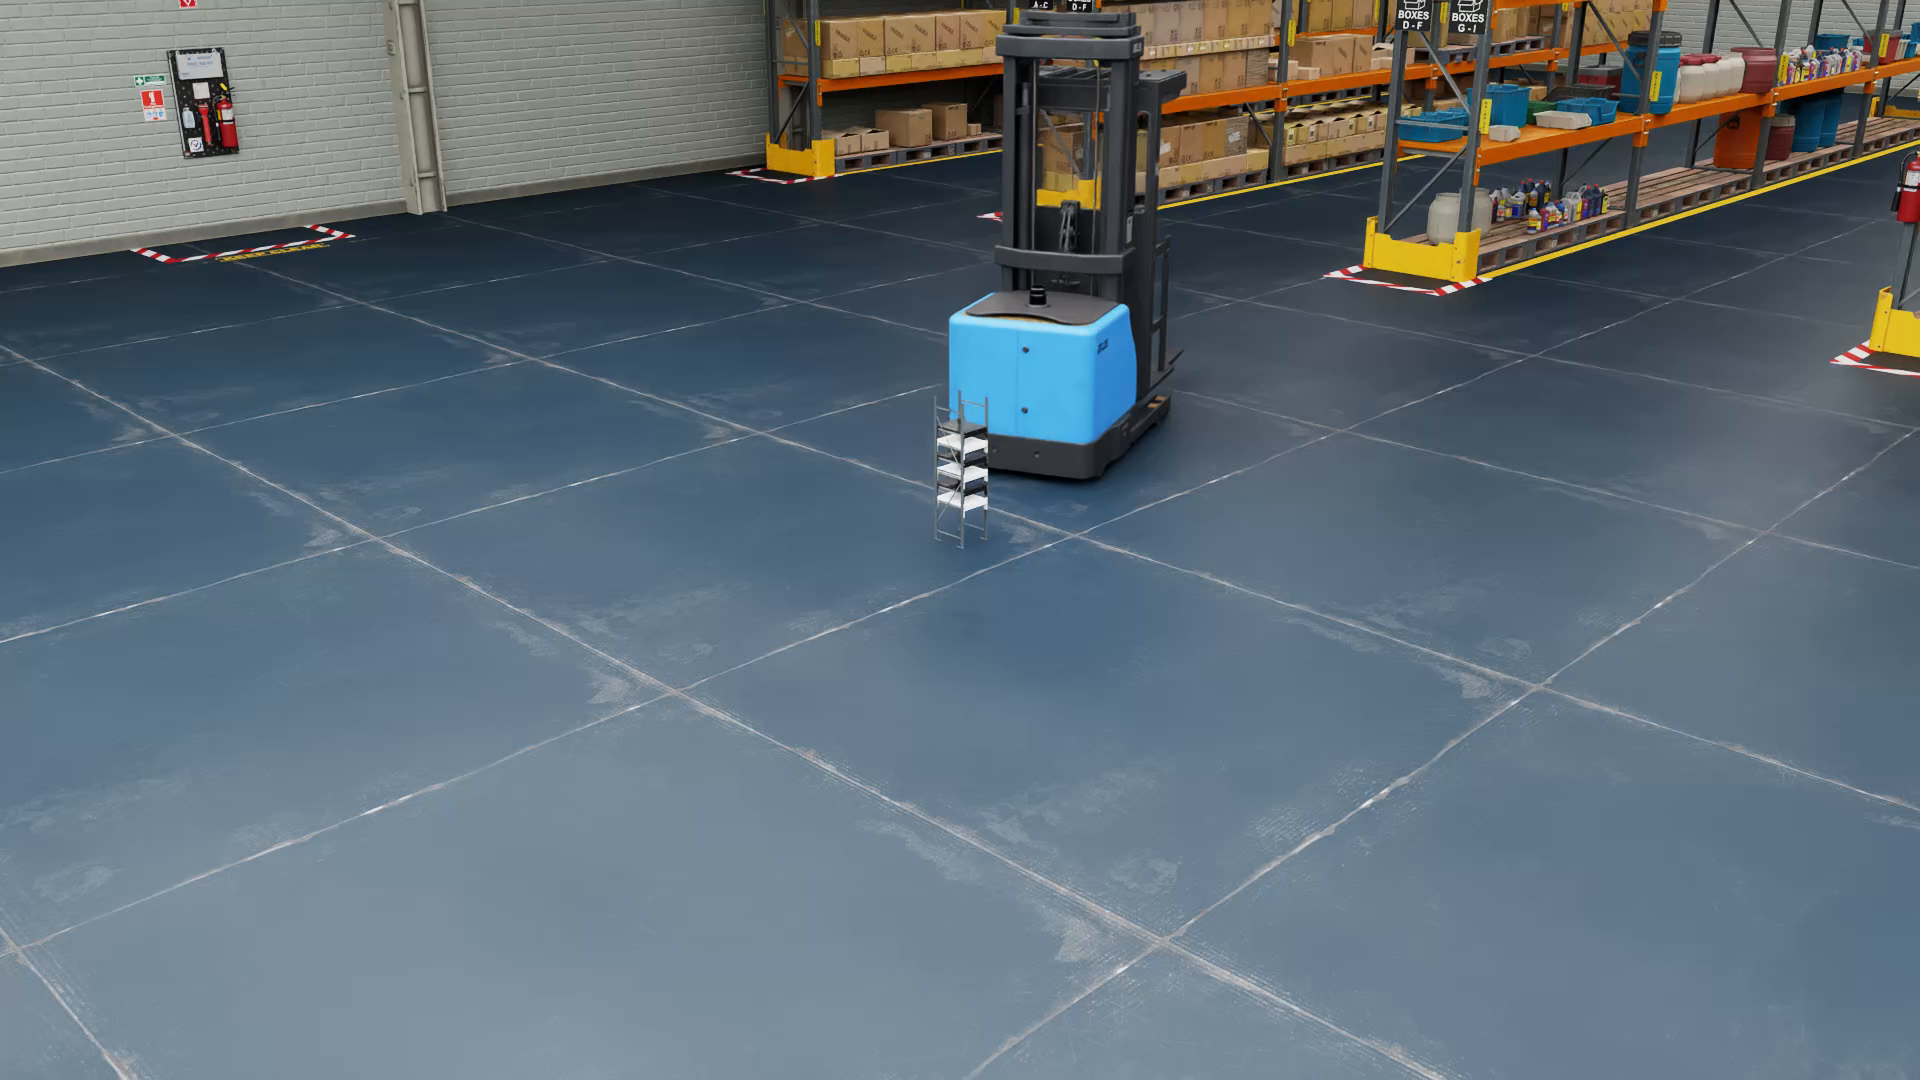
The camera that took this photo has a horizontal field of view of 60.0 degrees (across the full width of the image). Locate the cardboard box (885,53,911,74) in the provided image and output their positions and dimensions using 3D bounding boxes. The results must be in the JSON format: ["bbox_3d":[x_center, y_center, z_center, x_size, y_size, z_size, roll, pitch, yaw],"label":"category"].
[{"bbox_3d":[-1.053,-6.899,24.023,0.500,0.250,0.500,19,28,40],"label":"cardboard box"}]

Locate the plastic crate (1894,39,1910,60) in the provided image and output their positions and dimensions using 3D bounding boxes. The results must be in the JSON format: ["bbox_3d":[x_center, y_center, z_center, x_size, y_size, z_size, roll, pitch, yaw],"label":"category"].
[{"bbox_3d":[14.334,-7.571,25.673,0.437,0.282,0.530,19,28,41],"label":"plastic crate"}]

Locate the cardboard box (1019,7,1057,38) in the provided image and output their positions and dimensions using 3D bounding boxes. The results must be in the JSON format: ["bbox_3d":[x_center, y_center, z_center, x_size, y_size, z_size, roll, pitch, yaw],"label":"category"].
[{"bbox_3d":[1.232,-8.191,26.453,0.500,0.500,0.700,-17,27,-37],"label":"cardboard box"}]

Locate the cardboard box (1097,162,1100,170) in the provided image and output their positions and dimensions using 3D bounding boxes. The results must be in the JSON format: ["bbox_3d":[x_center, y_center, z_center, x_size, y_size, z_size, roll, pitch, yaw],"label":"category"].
[{"bbox_3d":[1.722,-4.664,21.275,0.500,0.250,0.500,19,28,41],"label":"cardboard box"}]

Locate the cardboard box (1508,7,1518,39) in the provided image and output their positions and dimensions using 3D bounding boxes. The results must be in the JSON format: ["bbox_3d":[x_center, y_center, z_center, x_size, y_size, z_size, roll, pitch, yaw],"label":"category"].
[{"bbox_3d":[8.665,-8.477,27.224,0.500,0.500,0.700,-15,26,-34],"label":"cardboard box"}]

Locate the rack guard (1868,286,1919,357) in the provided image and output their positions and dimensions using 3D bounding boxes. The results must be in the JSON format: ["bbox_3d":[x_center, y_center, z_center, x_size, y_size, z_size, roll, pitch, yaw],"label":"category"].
[{"bbox_3d":[8.367,-1.781,14.010,1.175,0.500,0.348,19,28,41],"label":"rack guard"}]

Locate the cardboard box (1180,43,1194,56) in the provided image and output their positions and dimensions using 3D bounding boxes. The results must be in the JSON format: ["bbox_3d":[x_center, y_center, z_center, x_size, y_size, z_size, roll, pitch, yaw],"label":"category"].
[{"bbox_3d":[2.720,-6.199,20.979,0.380,0.149,0.250,20,28,41],"label":"cardboard box"}]

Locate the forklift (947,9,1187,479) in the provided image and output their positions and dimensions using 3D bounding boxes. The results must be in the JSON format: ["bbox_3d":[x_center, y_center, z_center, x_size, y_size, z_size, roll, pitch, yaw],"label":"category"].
[{"bbox_3d":[0.935,-2.263,11.877,1.130,2.935,3.031,8,23,20],"label":"forklift"}]

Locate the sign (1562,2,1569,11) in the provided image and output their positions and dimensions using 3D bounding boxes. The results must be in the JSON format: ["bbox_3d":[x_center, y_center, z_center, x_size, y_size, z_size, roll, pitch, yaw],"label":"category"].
[{"bbox_3d":[9.990,-8.895,27.423,0.100,0.325,0.005,19,28,41],"label":"sign"}]

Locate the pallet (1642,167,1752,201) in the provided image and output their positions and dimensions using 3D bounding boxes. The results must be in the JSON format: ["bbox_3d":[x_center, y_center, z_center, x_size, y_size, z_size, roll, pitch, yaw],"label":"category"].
[{"bbox_3d":[9.778,-4.733,22.094,1.003,0.211,1.213,19,28,41],"label":"pallet"}]

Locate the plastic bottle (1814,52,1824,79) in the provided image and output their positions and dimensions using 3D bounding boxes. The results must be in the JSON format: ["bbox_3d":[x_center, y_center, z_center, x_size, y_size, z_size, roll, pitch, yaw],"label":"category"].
[{"bbox_3d":[11.961,-6.628,23.206,0.144,0.351,0.185,19,28,41],"label":"plastic bottle"}]

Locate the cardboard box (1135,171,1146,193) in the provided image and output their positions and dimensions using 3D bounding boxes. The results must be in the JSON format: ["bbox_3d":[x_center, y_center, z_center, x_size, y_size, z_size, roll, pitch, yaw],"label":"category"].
[{"bbox_3d":[2.099,-4.532,20.933,0.500,0.250,0.500,19,28,41],"label":"cardboard box"}]

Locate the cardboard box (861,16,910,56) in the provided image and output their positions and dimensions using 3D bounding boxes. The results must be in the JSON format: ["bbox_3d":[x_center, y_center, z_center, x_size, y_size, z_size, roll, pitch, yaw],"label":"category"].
[{"bbox_3d":[-1.068,-7.240,23.865,0.500,0.500,0.500,18,27,39],"label":"cardboard box"}]

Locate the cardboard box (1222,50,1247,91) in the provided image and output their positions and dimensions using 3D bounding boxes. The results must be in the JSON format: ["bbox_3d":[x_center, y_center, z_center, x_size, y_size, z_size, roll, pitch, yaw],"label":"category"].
[{"bbox_3d":[3.341,-6.230,21.963,0.700,0.500,0.500,19,28,40],"label":"cardboard box"}]

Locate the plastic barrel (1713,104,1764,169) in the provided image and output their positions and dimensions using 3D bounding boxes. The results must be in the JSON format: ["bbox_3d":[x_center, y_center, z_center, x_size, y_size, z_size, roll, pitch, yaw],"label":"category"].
[{"bbox_3d":[10.675,-5.537,22.739,0.600,0.830,0.708,19,28,41],"label":"plastic barrel"}]

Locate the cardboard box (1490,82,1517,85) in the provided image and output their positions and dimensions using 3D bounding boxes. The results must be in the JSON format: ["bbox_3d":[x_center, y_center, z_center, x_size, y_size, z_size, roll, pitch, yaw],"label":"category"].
[{"bbox_3d":[9.078,-7.468,28.194,0.500,0.500,0.500,18,27,38],"label":"cardboard box"}]

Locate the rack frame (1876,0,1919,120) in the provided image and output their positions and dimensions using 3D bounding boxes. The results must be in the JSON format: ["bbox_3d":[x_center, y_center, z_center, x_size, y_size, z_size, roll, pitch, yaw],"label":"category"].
[{"bbox_3d":[15.927,-8.280,27.437,1.000,3.000,0.127,19,28,41],"label":"rack frame"}]

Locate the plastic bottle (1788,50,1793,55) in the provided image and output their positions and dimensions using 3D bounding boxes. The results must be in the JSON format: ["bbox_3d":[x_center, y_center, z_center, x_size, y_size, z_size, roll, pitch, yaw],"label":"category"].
[{"bbox_3d":[12.185,-7.051,24.419,0.097,0.271,0.097,0,21,0],"label":"plastic bottle"}]

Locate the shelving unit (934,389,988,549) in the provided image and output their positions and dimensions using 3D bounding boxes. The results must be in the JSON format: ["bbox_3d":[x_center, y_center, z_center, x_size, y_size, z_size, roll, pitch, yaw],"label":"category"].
[{"bbox_3d":[0.006,-0.422,9.919,0.258,0.900,0.210,19,28,41],"label":"shelving unit"}]

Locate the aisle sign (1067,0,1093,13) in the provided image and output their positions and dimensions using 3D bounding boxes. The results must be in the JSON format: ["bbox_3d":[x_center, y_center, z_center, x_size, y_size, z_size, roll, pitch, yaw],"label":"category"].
[{"bbox_3d":[1.393,-6.528,19.254,0.394,0.787,0.004,19,28,41],"label":"aisle sign"}]

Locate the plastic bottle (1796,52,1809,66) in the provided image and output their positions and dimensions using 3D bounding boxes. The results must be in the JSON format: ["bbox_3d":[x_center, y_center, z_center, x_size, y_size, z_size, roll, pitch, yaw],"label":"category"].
[{"bbox_3d":[11.759,-6.631,23.215,0.144,0.351,0.185,19,28,41],"label":"plastic bottle"}]

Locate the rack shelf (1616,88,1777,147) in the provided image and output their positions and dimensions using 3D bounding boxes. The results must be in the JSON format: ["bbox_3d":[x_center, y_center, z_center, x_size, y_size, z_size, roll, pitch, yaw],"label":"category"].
[{"bbox_3d":[8.951,-5.374,20.878,1.077,0.370,4.000,19,28,41],"label":"rack shelf"}]

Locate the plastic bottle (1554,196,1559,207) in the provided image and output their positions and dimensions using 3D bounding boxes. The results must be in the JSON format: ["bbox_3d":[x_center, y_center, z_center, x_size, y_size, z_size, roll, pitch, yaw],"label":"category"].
[{"bbox_3d":[6.761,-3.749,18.820,0.061,0.283,0.133,19,28,41],"label":"plastic bottle"}]

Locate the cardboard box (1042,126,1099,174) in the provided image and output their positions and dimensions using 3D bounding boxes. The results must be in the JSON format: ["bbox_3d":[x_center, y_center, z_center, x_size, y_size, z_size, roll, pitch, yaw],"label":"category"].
[{"bbox_3d":[1.380,-4.883,20.800,0.500,0.500,0.500,19,28,41],"label":"cardboard box"}]

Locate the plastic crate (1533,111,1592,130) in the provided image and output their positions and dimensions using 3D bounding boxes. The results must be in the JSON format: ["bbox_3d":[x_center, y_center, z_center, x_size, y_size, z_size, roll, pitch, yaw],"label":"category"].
[{"bbox_3d":[6.605,-4.592,18.208,0.530,0.136,0.437,19,28,41],"label":"plastic crate"}]

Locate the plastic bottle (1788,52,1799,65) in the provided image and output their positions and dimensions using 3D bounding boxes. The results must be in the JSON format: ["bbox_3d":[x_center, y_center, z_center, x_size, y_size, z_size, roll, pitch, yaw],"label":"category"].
[{"bbox_3d":[12.004,-6.894,24.004,0.152,0.276,0.135,19,28,41],"label":"plastic bottle"}]

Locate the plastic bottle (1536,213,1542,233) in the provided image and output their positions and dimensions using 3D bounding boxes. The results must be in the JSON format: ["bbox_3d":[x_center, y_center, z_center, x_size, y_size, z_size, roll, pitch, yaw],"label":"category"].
[{"bbox_3d":[6.326,-3.481,18.238,0.097,0.201,0.097,0,21,0],"label":"plastic bottle"}]

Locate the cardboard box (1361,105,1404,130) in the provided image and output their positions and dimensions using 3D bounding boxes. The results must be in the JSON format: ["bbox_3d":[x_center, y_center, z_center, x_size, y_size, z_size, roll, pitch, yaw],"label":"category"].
[{"bbox_3d":[6.253,-6.307,24.769,0.500,0.311,0.500,19,28,40],"label":"cardboard box"}]

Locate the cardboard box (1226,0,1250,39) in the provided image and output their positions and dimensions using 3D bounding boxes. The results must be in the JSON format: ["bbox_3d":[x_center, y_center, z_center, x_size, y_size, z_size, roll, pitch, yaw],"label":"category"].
[{"bbox_3d":[3.353,-6.843,21.749,0.700,0.500,0.500,19,28,41],"label":"cardboard box"}]

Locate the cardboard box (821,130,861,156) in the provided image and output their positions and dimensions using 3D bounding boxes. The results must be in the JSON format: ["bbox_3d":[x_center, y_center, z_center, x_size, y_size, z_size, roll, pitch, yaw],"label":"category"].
[{"bbox_3d":[-1.786,-5.753,23.995,0.500,0.311,0.500,15,26,35],"label":"cardboard box"}]

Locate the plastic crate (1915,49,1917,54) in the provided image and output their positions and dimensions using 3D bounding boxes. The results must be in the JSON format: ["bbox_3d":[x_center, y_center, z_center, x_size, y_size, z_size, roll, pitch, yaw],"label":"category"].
[{"bbox_3d":[14.905,-7.701,26.213,0.298,0.136,0.250,19,28,41],"label":"plastic crate"}]

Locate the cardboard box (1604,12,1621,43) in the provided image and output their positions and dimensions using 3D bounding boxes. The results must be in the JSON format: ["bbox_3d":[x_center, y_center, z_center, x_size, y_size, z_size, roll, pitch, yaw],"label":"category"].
[{"bbox_3d":[11.200,-8.994,29.154,0.500,0.500,0.500,19,28,40],"label":"cardboard box"}]

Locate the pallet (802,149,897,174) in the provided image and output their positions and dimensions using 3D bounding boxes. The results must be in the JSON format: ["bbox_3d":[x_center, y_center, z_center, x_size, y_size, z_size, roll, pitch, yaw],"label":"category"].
[{"bbox_3d":[-1.688,-5.565,24.259,1.003,0.211,1.213,19,28,41],"label":"pallet"}]

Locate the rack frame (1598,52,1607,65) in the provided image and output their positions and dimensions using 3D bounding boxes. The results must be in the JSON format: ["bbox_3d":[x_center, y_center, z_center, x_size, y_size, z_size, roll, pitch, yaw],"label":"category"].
[{"bbox_3d":[12.381,-9.521,30.665,1.000,3.000,0.127,19,28,41],"label":"rack frame"}]

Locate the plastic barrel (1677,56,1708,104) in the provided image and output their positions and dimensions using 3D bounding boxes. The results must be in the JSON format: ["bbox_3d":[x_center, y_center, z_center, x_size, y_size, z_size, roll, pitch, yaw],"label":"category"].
[{"bbox_3d":[8.892,-5.639,20.374,0.433,0.535,0.433,0,21,0],"label":"plastic barrel"}]

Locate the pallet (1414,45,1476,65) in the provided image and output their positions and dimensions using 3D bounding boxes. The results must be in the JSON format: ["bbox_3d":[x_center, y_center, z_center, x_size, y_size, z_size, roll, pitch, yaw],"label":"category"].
[{"bbox_3d":[7.222,-7.567,25.848,1.213,0.211,1.003,19,28,41],"label":"pallet"}]

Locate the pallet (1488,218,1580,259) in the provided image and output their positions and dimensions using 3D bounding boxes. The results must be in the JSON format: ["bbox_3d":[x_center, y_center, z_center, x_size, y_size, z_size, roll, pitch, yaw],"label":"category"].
[{"bbox_3d":[6.206,-3.417,18.670,1.003,0.211,1.213,19,28,41],"label":"pallet"}]

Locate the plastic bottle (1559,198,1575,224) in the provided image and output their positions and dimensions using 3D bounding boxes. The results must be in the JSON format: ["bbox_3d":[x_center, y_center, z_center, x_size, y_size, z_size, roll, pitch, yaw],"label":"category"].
[{"bbox_3d":[6.838,-3.719,18.752,0.135,0.276,0.152,-20,28,-41],"label":"plastic bottle"}]

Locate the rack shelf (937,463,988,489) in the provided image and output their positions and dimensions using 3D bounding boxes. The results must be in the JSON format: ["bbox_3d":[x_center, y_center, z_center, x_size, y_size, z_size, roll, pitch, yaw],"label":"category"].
[{"bbox_3d":[0.006,-0.391,9.931,0.258,0.077,0.200,19,28,41],"label":"rack shelf"}]

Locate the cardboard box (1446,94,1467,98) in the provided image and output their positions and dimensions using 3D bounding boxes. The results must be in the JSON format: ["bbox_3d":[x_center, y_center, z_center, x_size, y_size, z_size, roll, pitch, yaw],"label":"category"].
[{"bbox_3d":[8.037,-6.812,26.488,0.500,0.500,0.500,19,28,40],"label":"cardboard box"}]

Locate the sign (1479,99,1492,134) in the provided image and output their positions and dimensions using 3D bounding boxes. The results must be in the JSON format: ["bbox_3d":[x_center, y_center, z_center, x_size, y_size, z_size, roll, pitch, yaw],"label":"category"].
[{"bbox_3d":[5.157,-4.158,16.325,0.100,0.325,0.005,19,28,41],"label":"sign"}]

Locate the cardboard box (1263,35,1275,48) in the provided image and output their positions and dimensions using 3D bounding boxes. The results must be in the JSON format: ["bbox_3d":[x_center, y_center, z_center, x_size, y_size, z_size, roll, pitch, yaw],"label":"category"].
[{"bbox_3d":[3.973,-6.662,22.183,0.380,0.149,0.250,19,28,41],"label":"cardboard box"}]

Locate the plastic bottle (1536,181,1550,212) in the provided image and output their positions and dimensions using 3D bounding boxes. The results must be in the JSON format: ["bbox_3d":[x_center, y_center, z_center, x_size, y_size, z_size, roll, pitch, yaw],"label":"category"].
[{"bbox_3d":[6.799,-4.025,19.444,0.144,0.351,0.185,19,28,41],"label":"plastic bottle"}]

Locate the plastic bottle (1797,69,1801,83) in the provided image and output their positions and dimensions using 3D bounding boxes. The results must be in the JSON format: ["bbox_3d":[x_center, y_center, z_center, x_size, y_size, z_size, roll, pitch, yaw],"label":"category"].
[{"bbox_3d":[11.396,-6.338,22.659,0.097,0.201,0.097,0,21,0],"label":"plastic bottle"}]

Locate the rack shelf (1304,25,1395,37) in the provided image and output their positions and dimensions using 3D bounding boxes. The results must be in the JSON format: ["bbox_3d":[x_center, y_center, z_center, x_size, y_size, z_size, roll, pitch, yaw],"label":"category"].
[{"bbox_3d":[7.434,-9.910,32.679,1.077,0.370,4.000,19,28,41],"label":"rack shelf"}]

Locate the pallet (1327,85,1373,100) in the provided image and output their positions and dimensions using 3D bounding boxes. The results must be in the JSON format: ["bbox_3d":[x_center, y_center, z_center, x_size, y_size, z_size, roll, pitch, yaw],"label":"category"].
[{"bbox_3d":[7.476,-8.921,32.990,1.003,0.211,1.213,19,28,41],"label":"pallet"}]

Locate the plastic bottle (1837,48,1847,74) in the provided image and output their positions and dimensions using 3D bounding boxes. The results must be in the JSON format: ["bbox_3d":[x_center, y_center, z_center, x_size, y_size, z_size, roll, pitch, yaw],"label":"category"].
[{"bbox_3d":[12.601,-6.863,23.819,0.144,0.351,0.185,19,28,41],"label":"plastic bottle"}]

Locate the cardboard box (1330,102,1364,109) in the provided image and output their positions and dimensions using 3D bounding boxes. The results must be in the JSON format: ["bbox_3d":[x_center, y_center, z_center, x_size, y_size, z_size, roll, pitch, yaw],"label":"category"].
[{"bbox_3d":[5.864,-6.441,25.116,0.500,0.311,0.500,18,28,39],"label":"cardboard box"}]

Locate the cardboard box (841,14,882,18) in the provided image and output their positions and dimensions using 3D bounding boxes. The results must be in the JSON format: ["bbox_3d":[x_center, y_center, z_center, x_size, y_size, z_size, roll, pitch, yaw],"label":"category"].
[{"bbox_3d":[-1.440,-7.372,24.208,0.500,0.500,0.500,18,28,39],"label":"cardboard box"}]

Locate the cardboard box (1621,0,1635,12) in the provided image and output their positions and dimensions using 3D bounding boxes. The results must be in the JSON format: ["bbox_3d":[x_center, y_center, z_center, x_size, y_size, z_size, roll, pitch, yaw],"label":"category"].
[{"bbox_3d":[11.557,-9.587,29.302,0.500,0.500,0.500,-19,28,-41],"label":"cardboard box"}]

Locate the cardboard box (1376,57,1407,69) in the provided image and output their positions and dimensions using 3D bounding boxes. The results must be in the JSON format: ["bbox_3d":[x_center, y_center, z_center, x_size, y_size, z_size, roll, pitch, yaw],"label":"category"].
[{"bbox_3d":[6.370,-7.047,24.578,0.380,0.149,0.250,19,28,41],"label":"cardboard box"}]

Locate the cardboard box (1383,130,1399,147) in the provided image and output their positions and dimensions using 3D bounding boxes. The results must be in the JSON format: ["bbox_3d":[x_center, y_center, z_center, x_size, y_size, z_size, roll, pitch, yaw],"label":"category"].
[{"bbox_3d":[6.251,-6.047,24.875,0.500,0.250,0.500,19,28,40],"label":"cardboard box"}]

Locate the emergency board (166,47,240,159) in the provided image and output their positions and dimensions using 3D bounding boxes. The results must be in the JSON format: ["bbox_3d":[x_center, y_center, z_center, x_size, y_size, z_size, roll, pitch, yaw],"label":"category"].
[{"bbox_3d":[-8.401,-4.875,18.578,0.194,1.169,0.643,19,28,41],"label":"emergency board"}]

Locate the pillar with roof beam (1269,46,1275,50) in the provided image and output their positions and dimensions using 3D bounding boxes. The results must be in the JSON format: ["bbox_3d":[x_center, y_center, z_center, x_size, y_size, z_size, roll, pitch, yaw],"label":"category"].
[{"bbox_3d":[8.992,-11.851,28.364,9.100,9.000,0.400,19,28,41],"label":"pillar with roof beam"}]

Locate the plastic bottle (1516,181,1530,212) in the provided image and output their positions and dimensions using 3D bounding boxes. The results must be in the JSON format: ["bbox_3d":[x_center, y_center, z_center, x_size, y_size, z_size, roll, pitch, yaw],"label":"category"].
[{"bbox_3d":[6.564,-4.012,19.412,0.144,0.351,0.185,18,27,38],"label":"plastic bottle"}]

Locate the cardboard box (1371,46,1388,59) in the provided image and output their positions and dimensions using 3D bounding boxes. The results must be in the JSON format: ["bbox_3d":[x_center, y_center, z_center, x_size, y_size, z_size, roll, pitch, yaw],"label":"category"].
[{"bbox_3d":[6.037,-7.241,24.858,0.500,0.311,0.500,19,28,40],"label":"cardboard box"}]
